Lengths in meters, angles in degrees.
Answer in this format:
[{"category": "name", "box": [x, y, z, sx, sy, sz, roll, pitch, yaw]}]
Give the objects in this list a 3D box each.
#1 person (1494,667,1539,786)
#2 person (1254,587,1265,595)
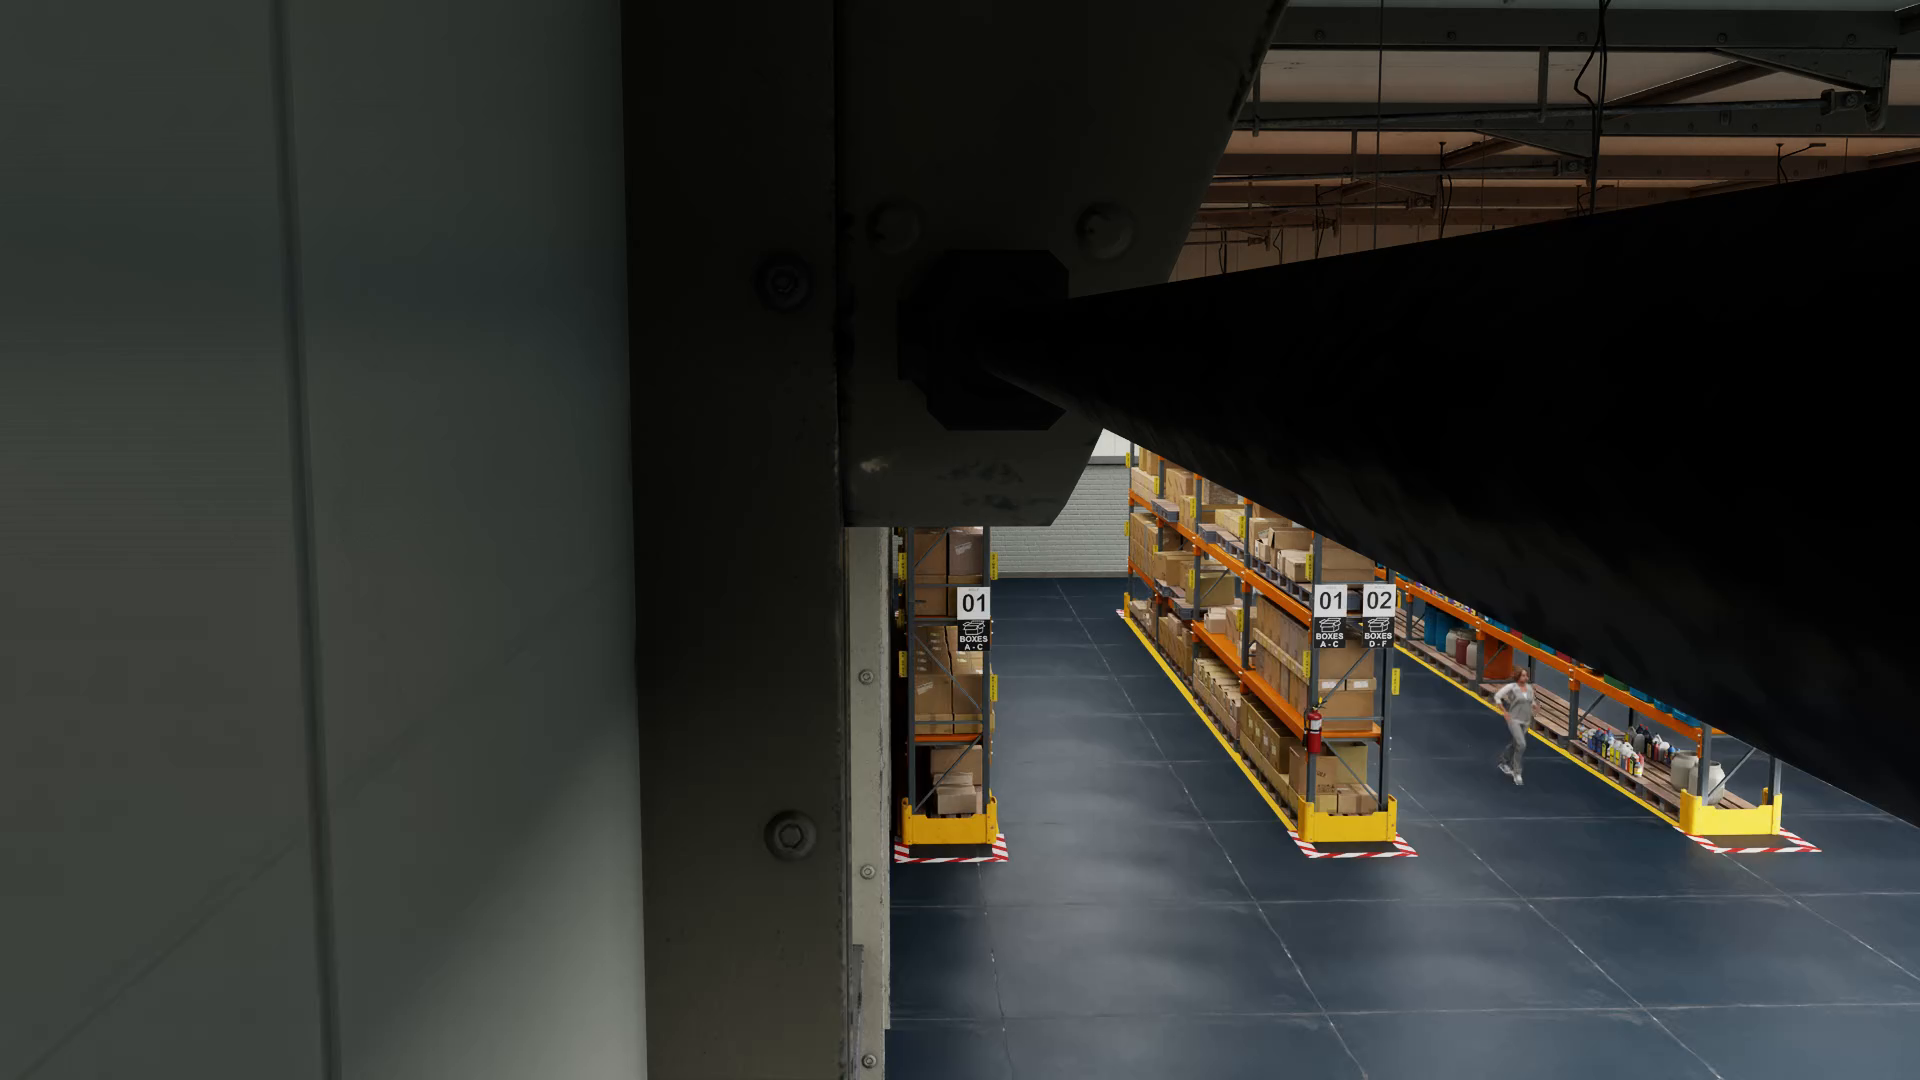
[{"category": "person", "box": [7.780, 2.579, 23.208, 0.519, 1.644, 0.722, -3, 8, -22]}, {"category": "person", "box": [6.335, 1.142, 34.077, 0.573, 1.733, 0.812, -2, 8, -16]}]
